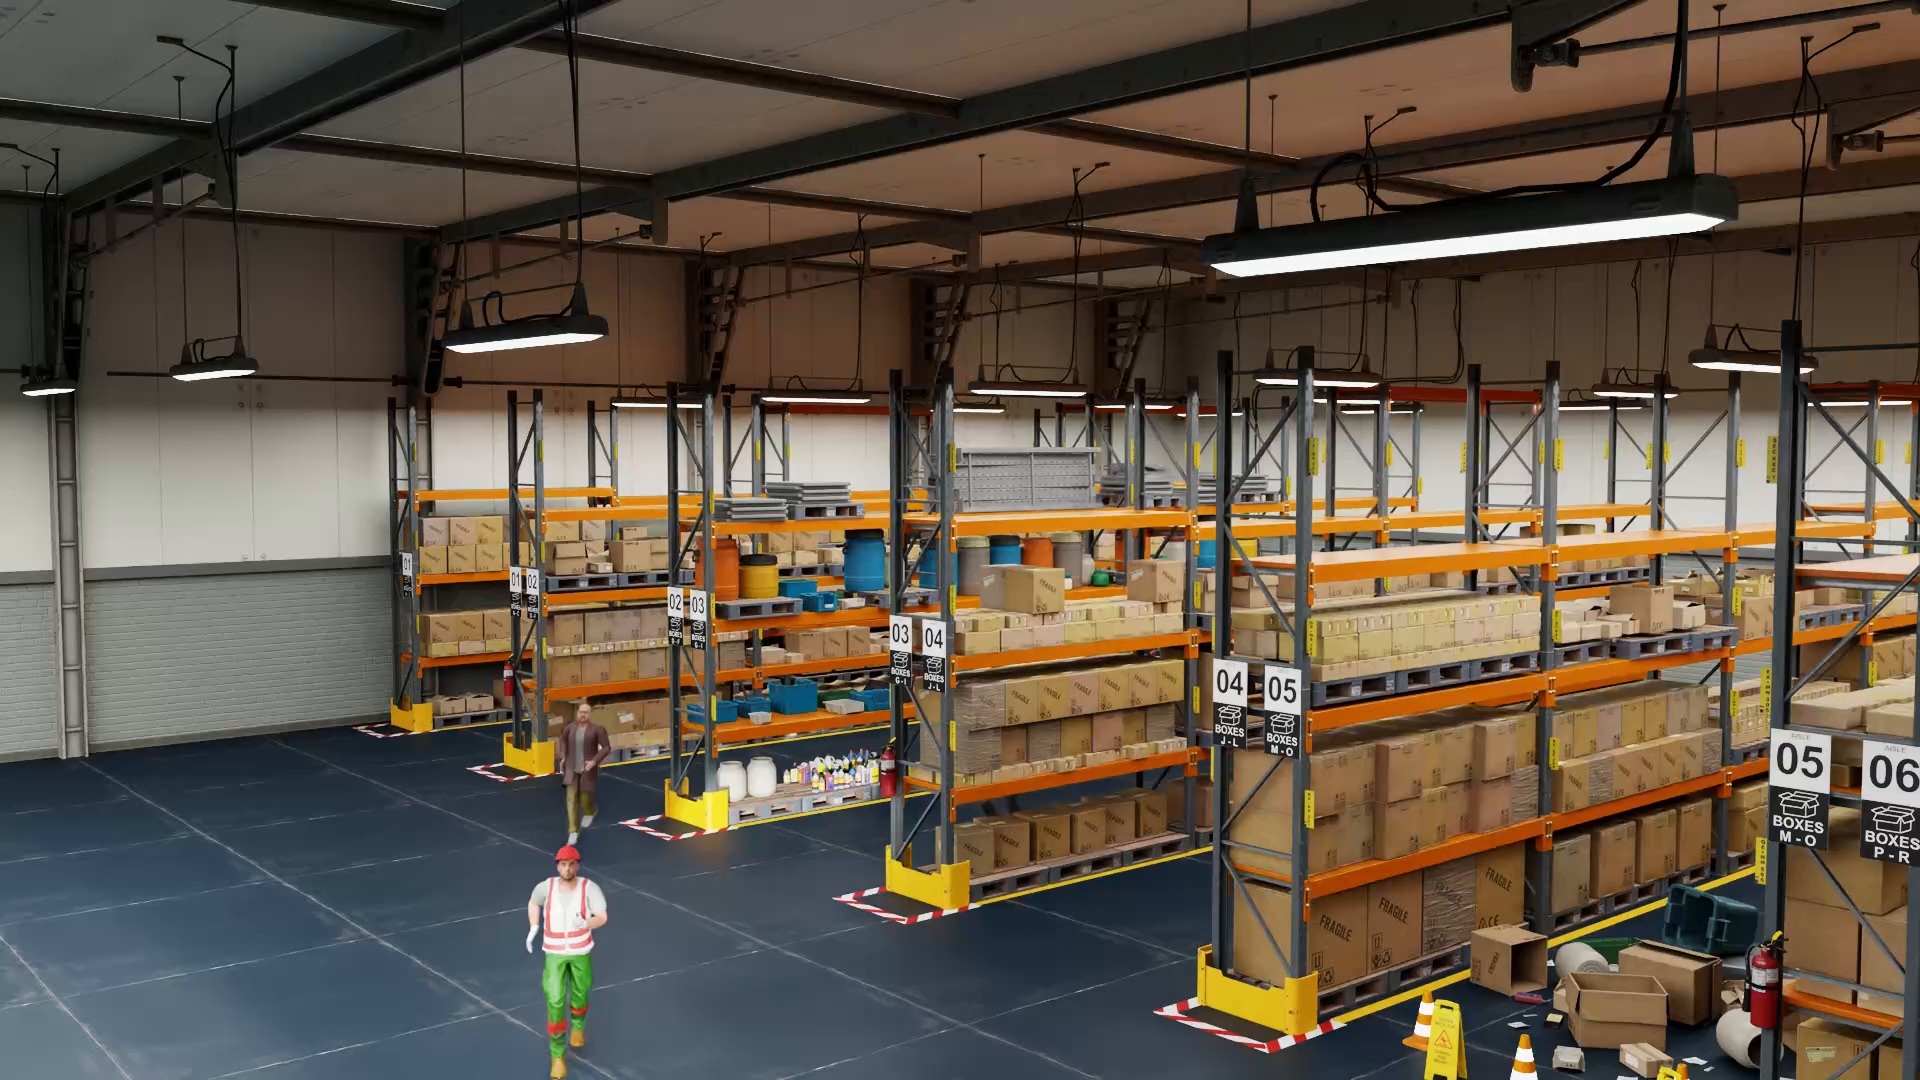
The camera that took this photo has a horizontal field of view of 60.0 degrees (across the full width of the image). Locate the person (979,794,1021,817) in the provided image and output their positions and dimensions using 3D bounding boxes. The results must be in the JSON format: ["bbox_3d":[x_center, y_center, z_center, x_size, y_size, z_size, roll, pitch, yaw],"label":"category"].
[{"bbox_3d":[0.536,3.086,21.570,0.543,1.701,0.723,3,5,43],"label":"person"}]

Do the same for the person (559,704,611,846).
[{"bbox_3d":[-4.931,3.026,21.781,0.722,1.769,0.961,0,3,2],"label":"person"}]

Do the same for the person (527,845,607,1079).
[{"bbox_3d":[-3.263,3.446,13.820,0.653,1.834,0.840,-1,3,-14],"label":"person"}]
